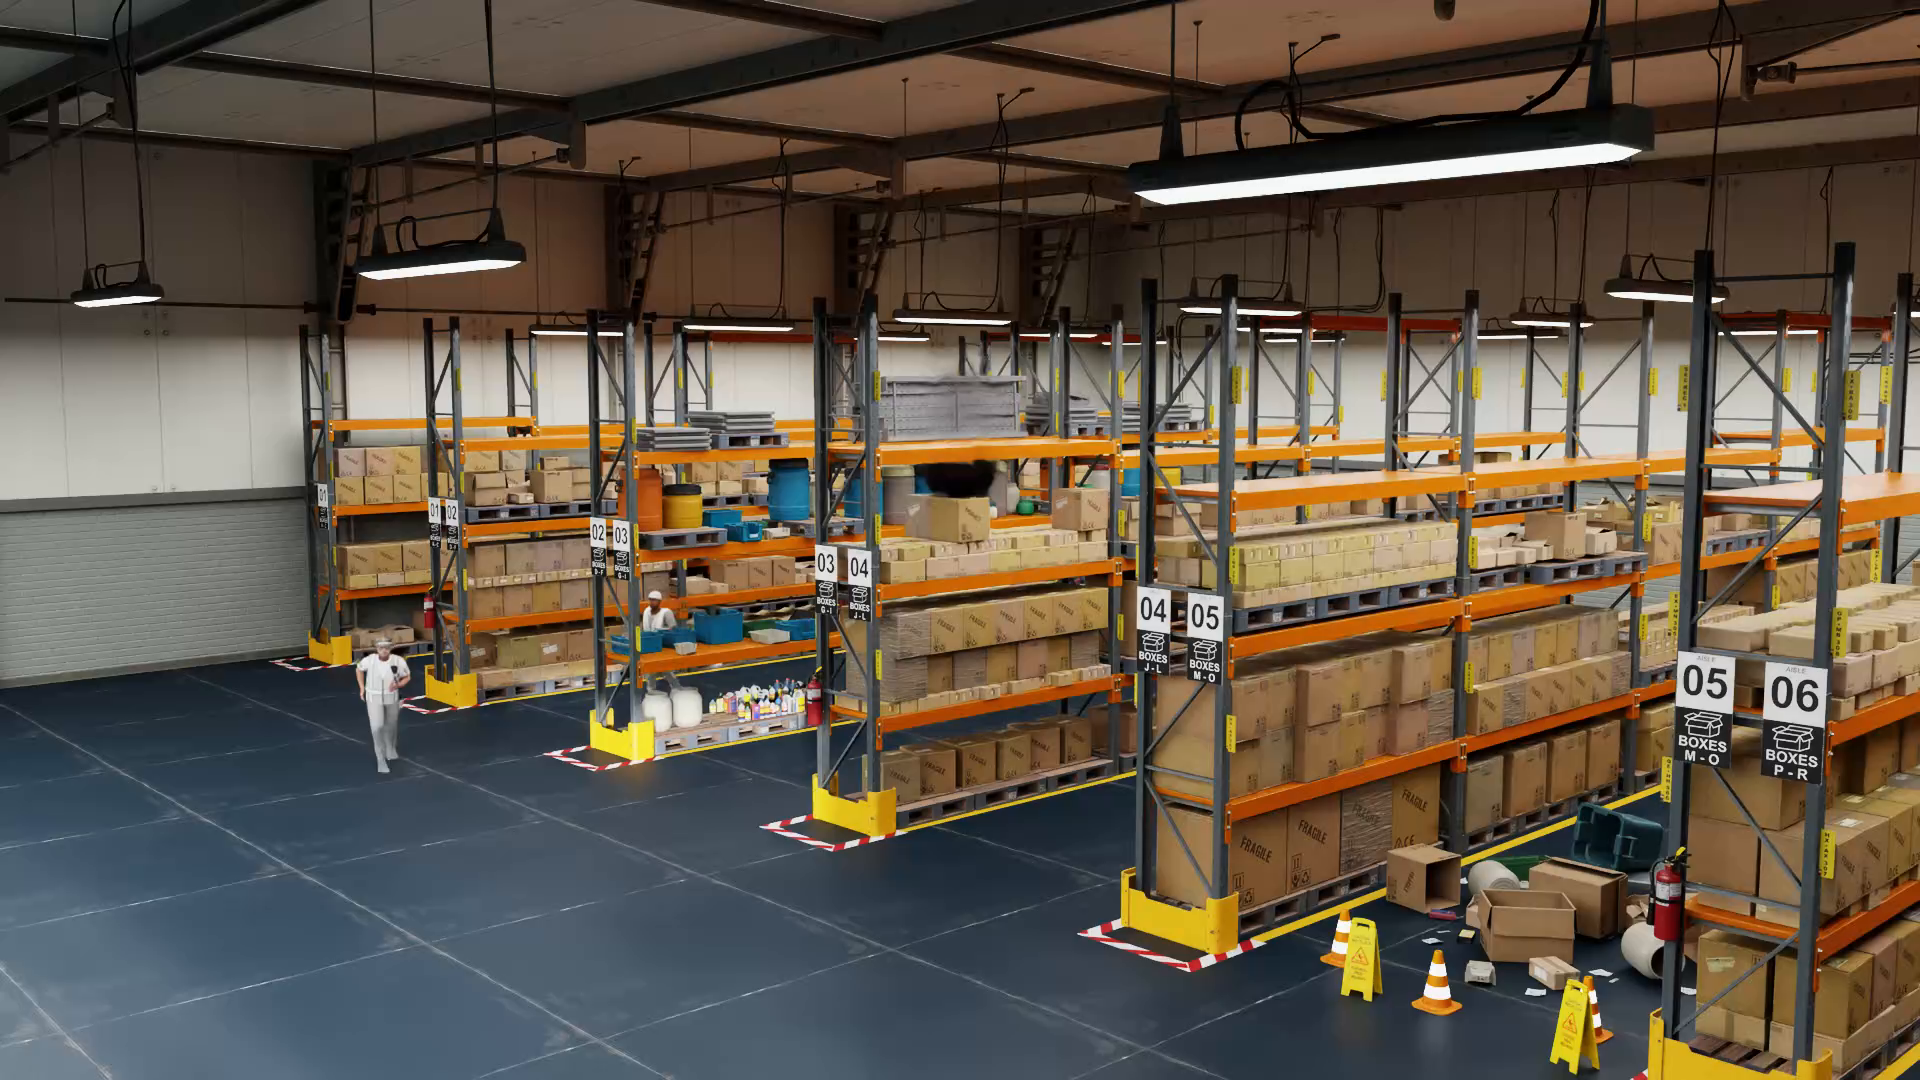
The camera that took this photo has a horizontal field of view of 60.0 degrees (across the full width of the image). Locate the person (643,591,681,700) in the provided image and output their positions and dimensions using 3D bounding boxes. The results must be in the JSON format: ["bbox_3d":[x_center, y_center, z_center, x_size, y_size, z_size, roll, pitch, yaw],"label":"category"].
[{"bbox_3d":[-4.666,1.665,25.749,0.687,1.788,0.902,2,6,23],"label":"person"}]

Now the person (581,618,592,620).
[{"bbox_3d":[-6.599,1.383,29.489,0.587,1.613,0.568,6,8,44],"label":"person"}]

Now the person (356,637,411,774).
[{"bbox_3d":[-7.526,2.116,21.752,0.674,1.804,0.850,-2,6,-20],"label":"person"}]
